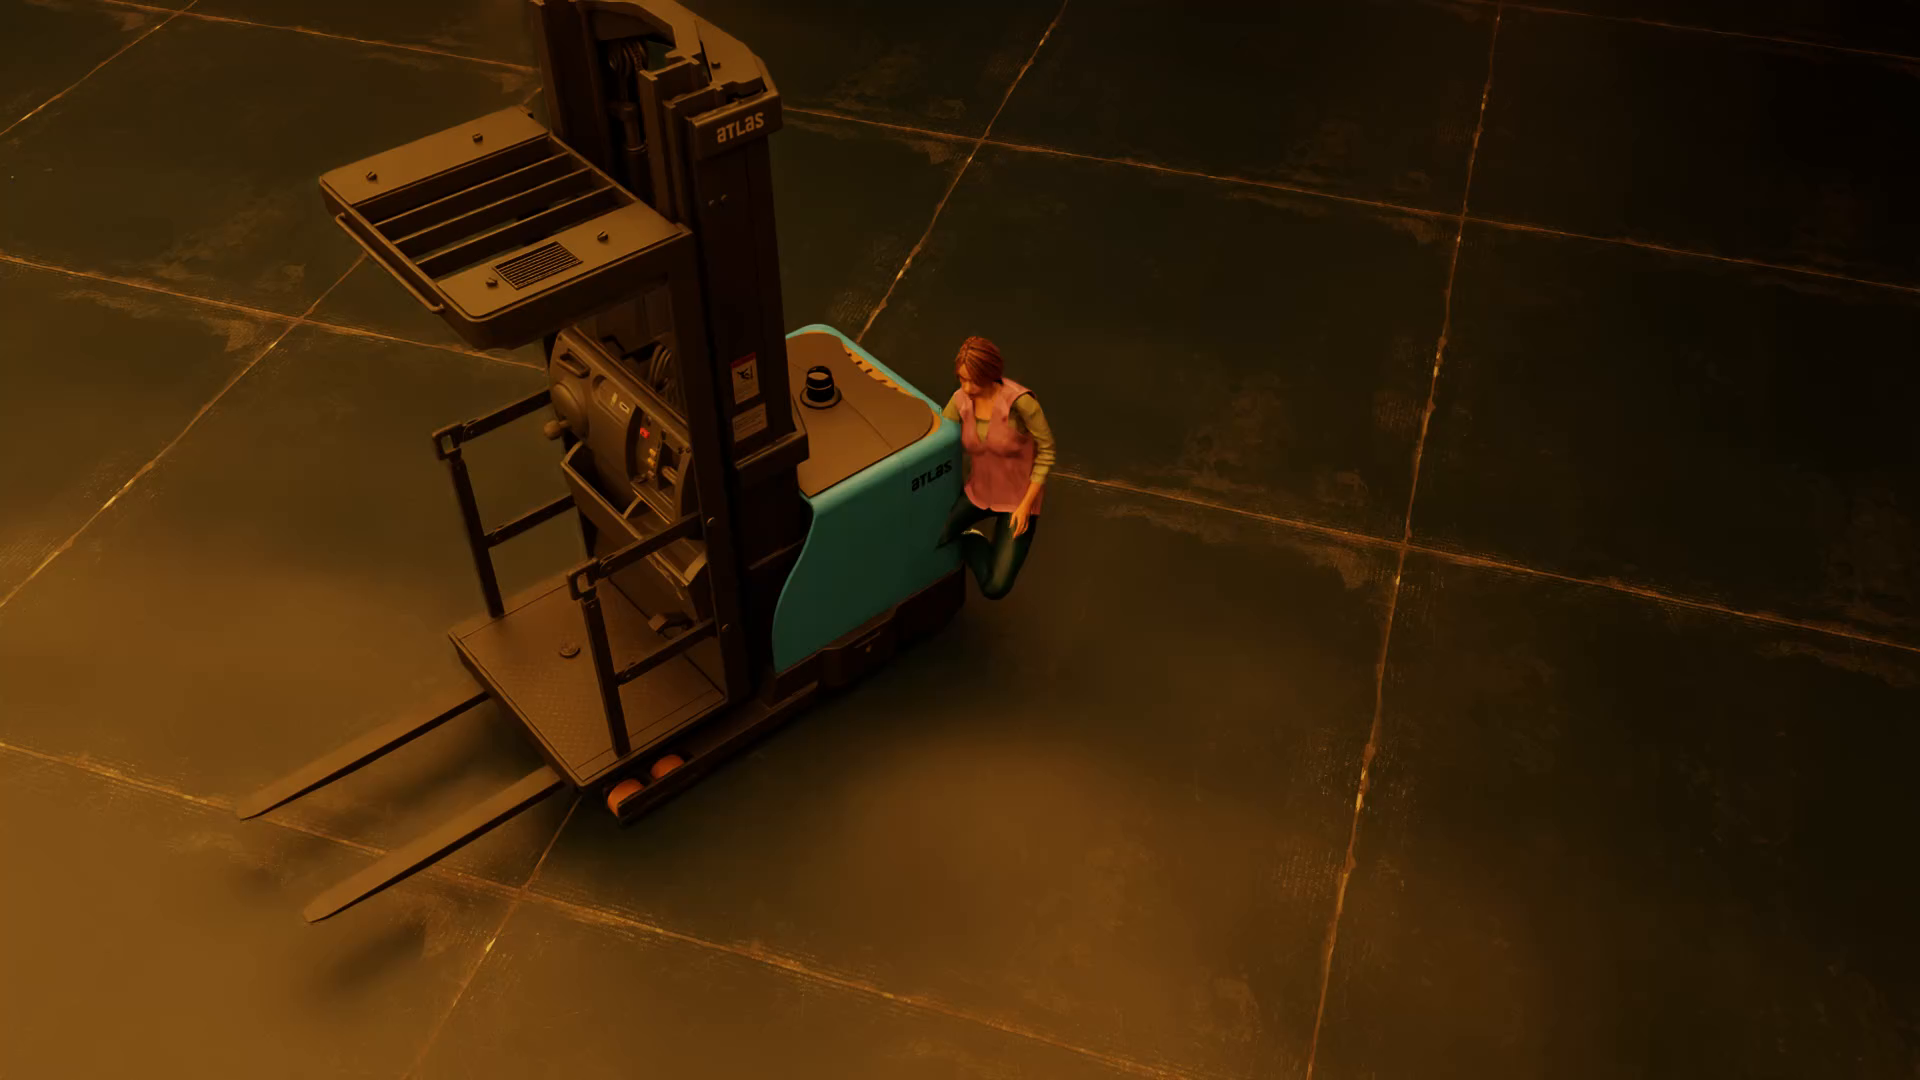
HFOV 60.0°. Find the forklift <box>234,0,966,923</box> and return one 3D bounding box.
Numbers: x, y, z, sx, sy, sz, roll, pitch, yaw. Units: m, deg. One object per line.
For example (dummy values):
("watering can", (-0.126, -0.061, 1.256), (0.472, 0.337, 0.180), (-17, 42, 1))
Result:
("forklift", (-1.424, -0.363, 6.079), (3.031, 2.935, 1.130), (-30, 51, -28))

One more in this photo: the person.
("person", (-0.002, -0.158, 6.937), (0.682, 1.452, 0.597), (23, 47, 22))
